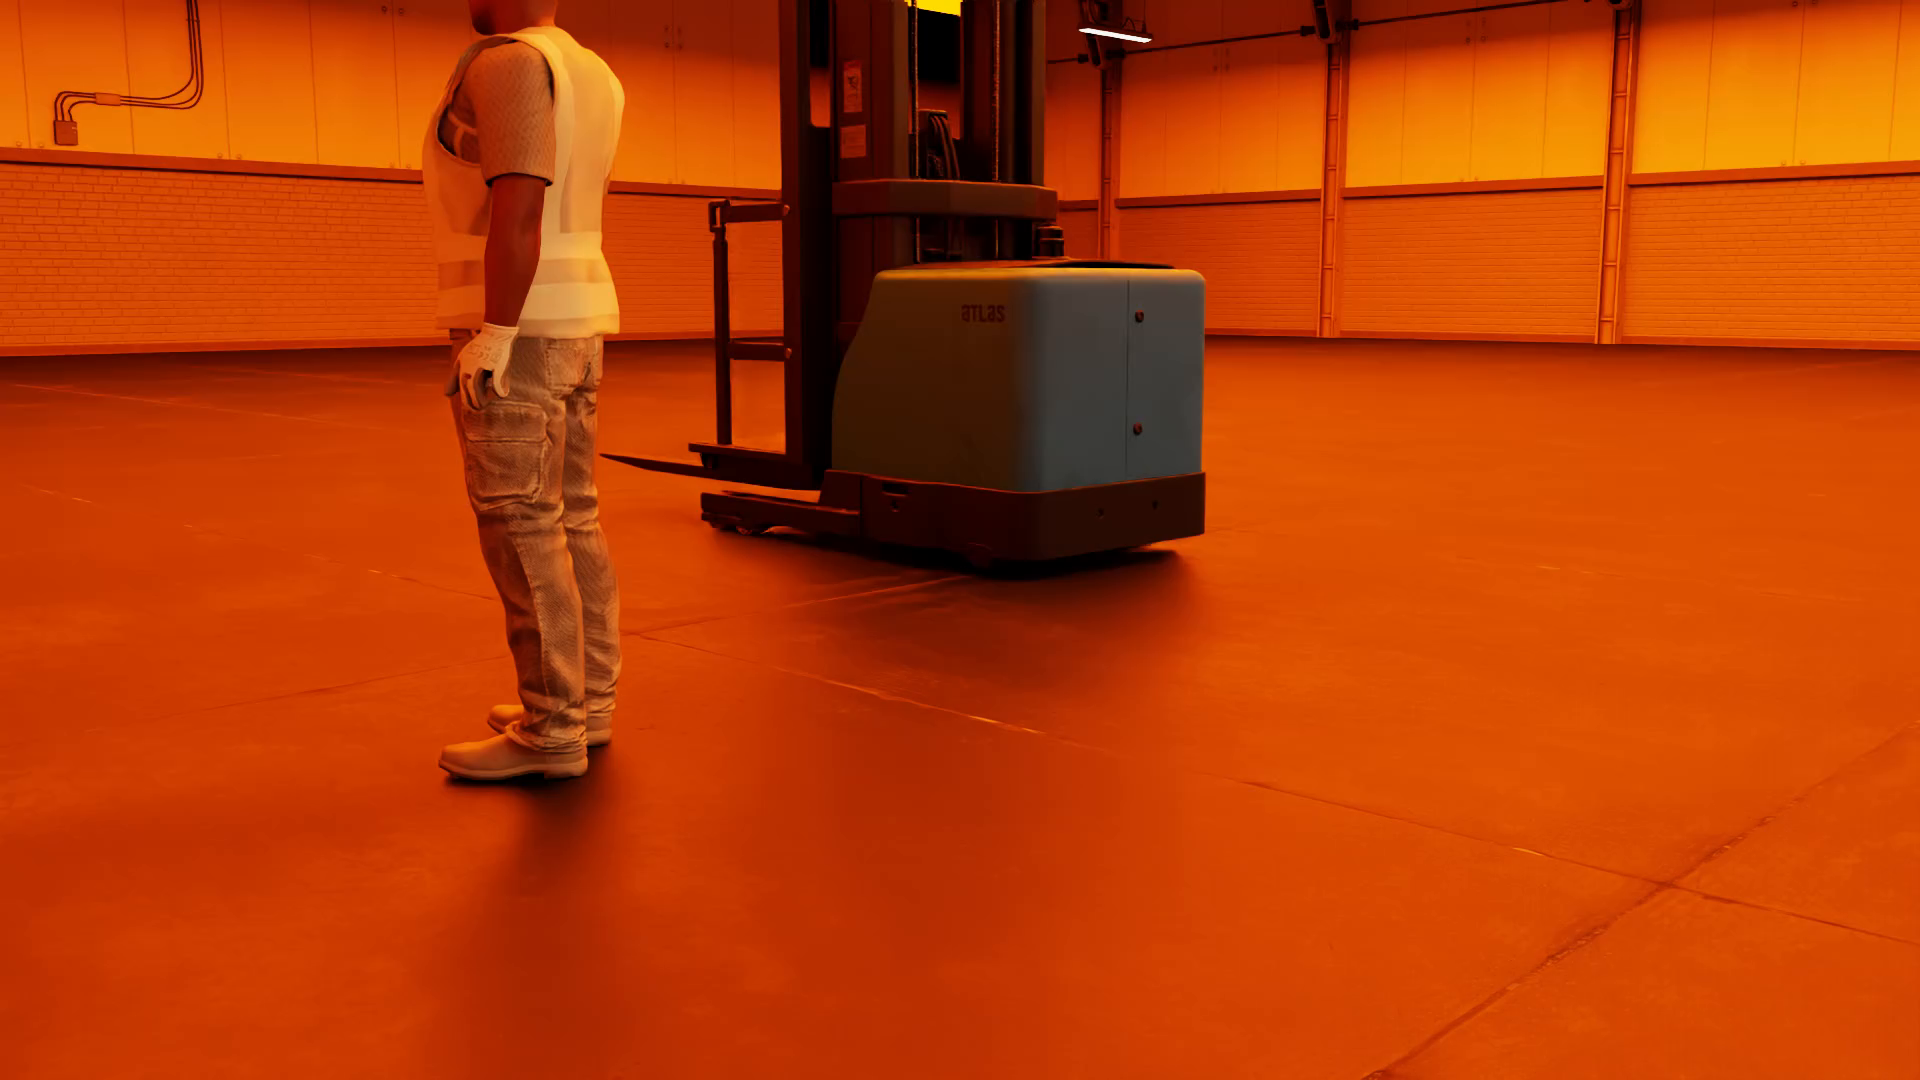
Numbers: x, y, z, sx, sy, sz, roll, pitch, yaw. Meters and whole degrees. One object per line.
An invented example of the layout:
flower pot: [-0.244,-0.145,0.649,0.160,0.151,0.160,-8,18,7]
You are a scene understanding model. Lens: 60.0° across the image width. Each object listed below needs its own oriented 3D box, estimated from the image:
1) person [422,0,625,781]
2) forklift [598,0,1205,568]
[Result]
person: [-0.909,-0.412,3.454,0.372,1.789,0.569,1,9,6]
forklift: [-0.443,-1.514,6.929,1.130,2.935,3.031,-8,12,-43]
